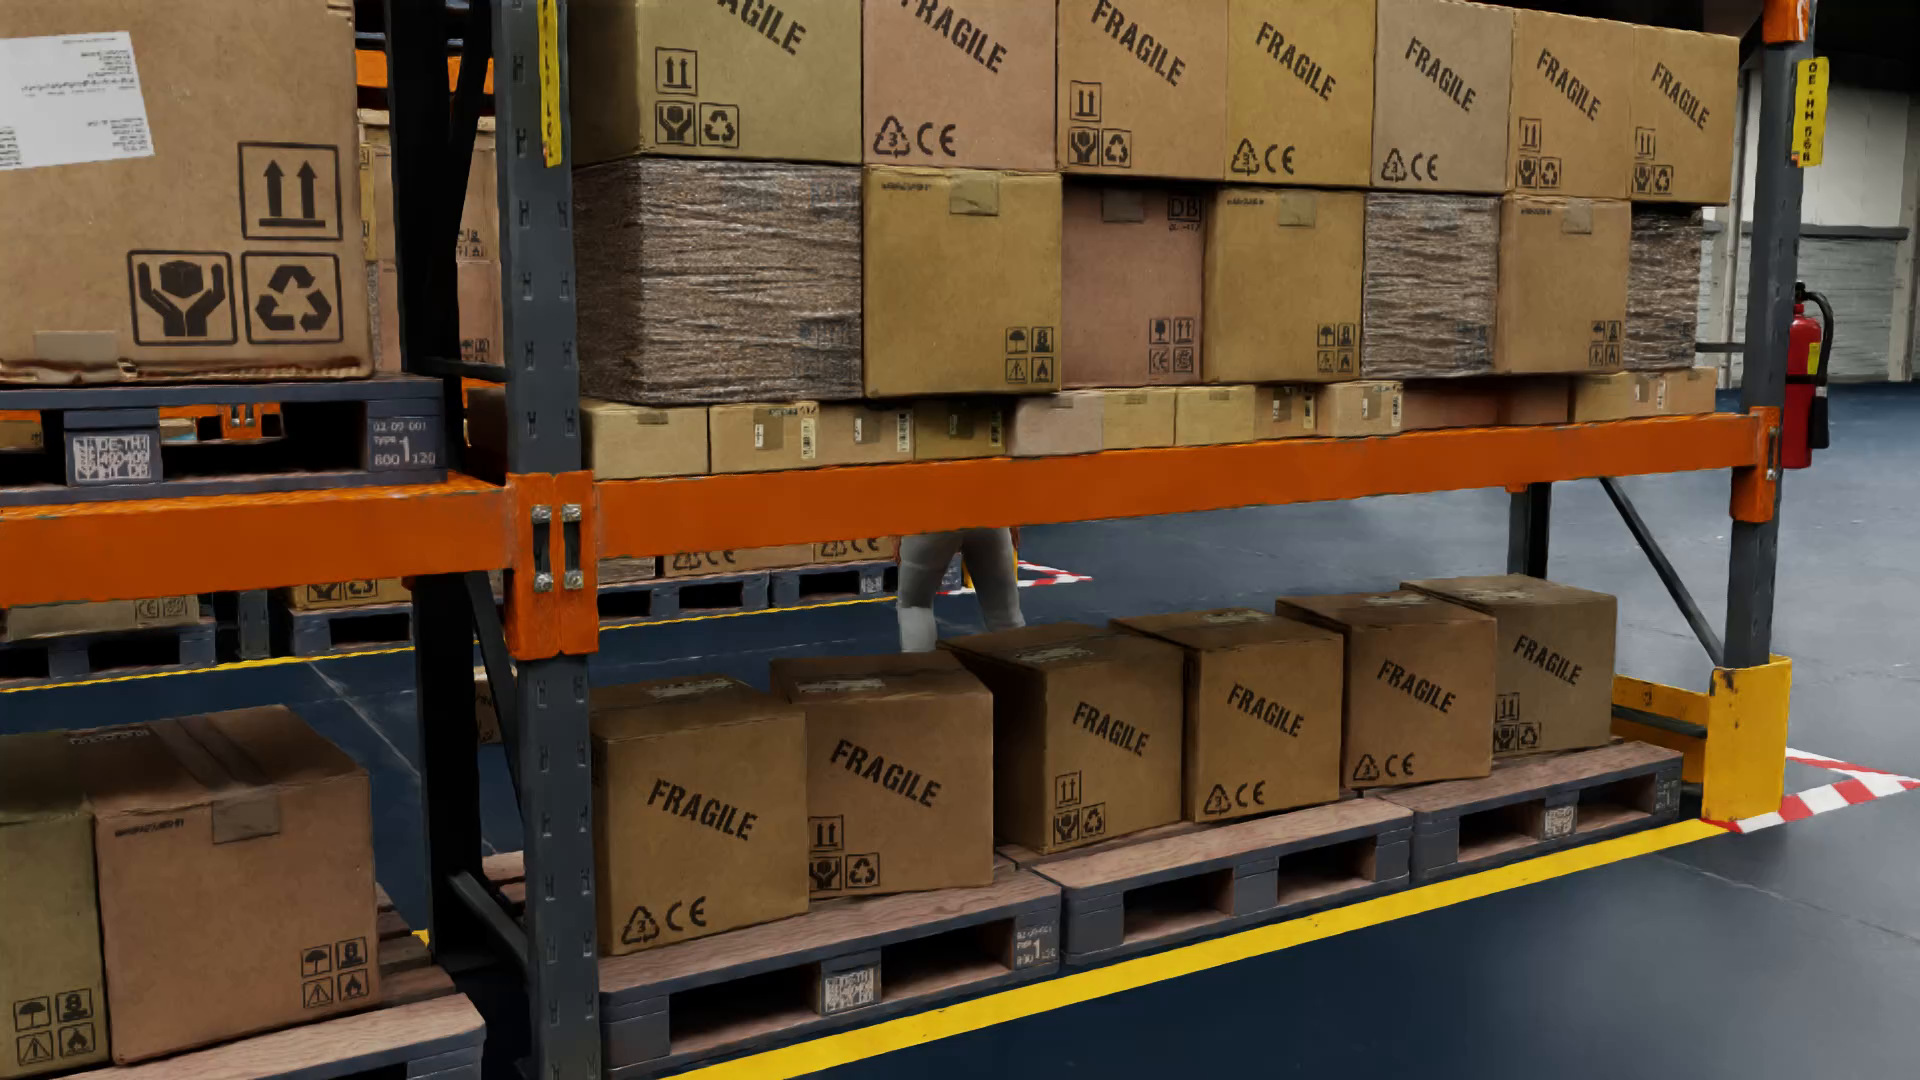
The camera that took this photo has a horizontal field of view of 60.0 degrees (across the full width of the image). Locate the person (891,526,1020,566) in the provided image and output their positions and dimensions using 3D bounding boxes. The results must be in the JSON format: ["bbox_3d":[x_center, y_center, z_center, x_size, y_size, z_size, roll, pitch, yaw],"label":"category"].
[{"bbox_3d":[0.004,-0.055,6.340,0.600,1.620,0.401,-3,9,-22],"label":"person"}]
